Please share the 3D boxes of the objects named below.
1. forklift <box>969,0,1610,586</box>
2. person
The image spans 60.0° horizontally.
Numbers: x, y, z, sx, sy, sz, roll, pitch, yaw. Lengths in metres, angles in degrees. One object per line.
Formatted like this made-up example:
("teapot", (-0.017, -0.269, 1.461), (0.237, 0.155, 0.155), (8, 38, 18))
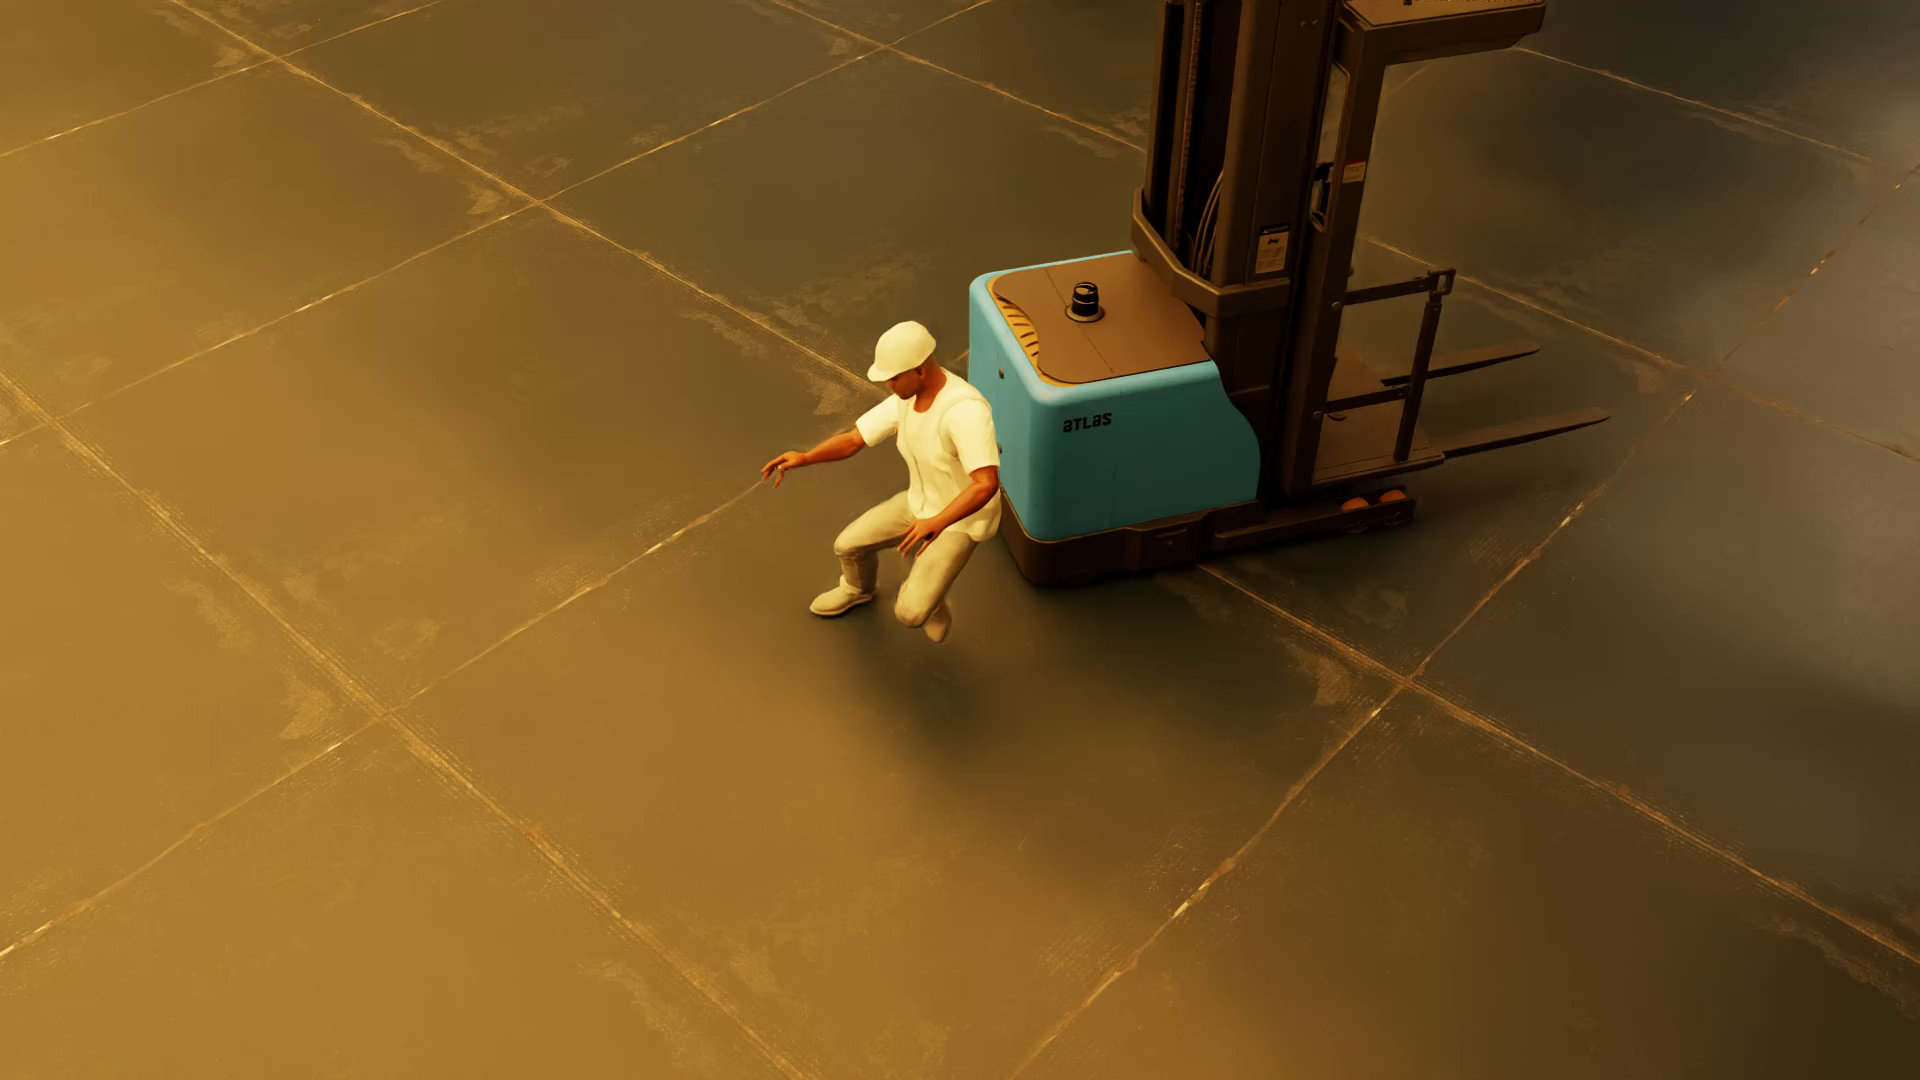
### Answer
("forklift", (1.602, -1.462, 7.132), (3.031, 2.935, 1.130), (-11, 42, -13))
("person", (-0.282, -0.111, 6.635), (0.832, 1.539, 0.868), (-23, 46, -25))
